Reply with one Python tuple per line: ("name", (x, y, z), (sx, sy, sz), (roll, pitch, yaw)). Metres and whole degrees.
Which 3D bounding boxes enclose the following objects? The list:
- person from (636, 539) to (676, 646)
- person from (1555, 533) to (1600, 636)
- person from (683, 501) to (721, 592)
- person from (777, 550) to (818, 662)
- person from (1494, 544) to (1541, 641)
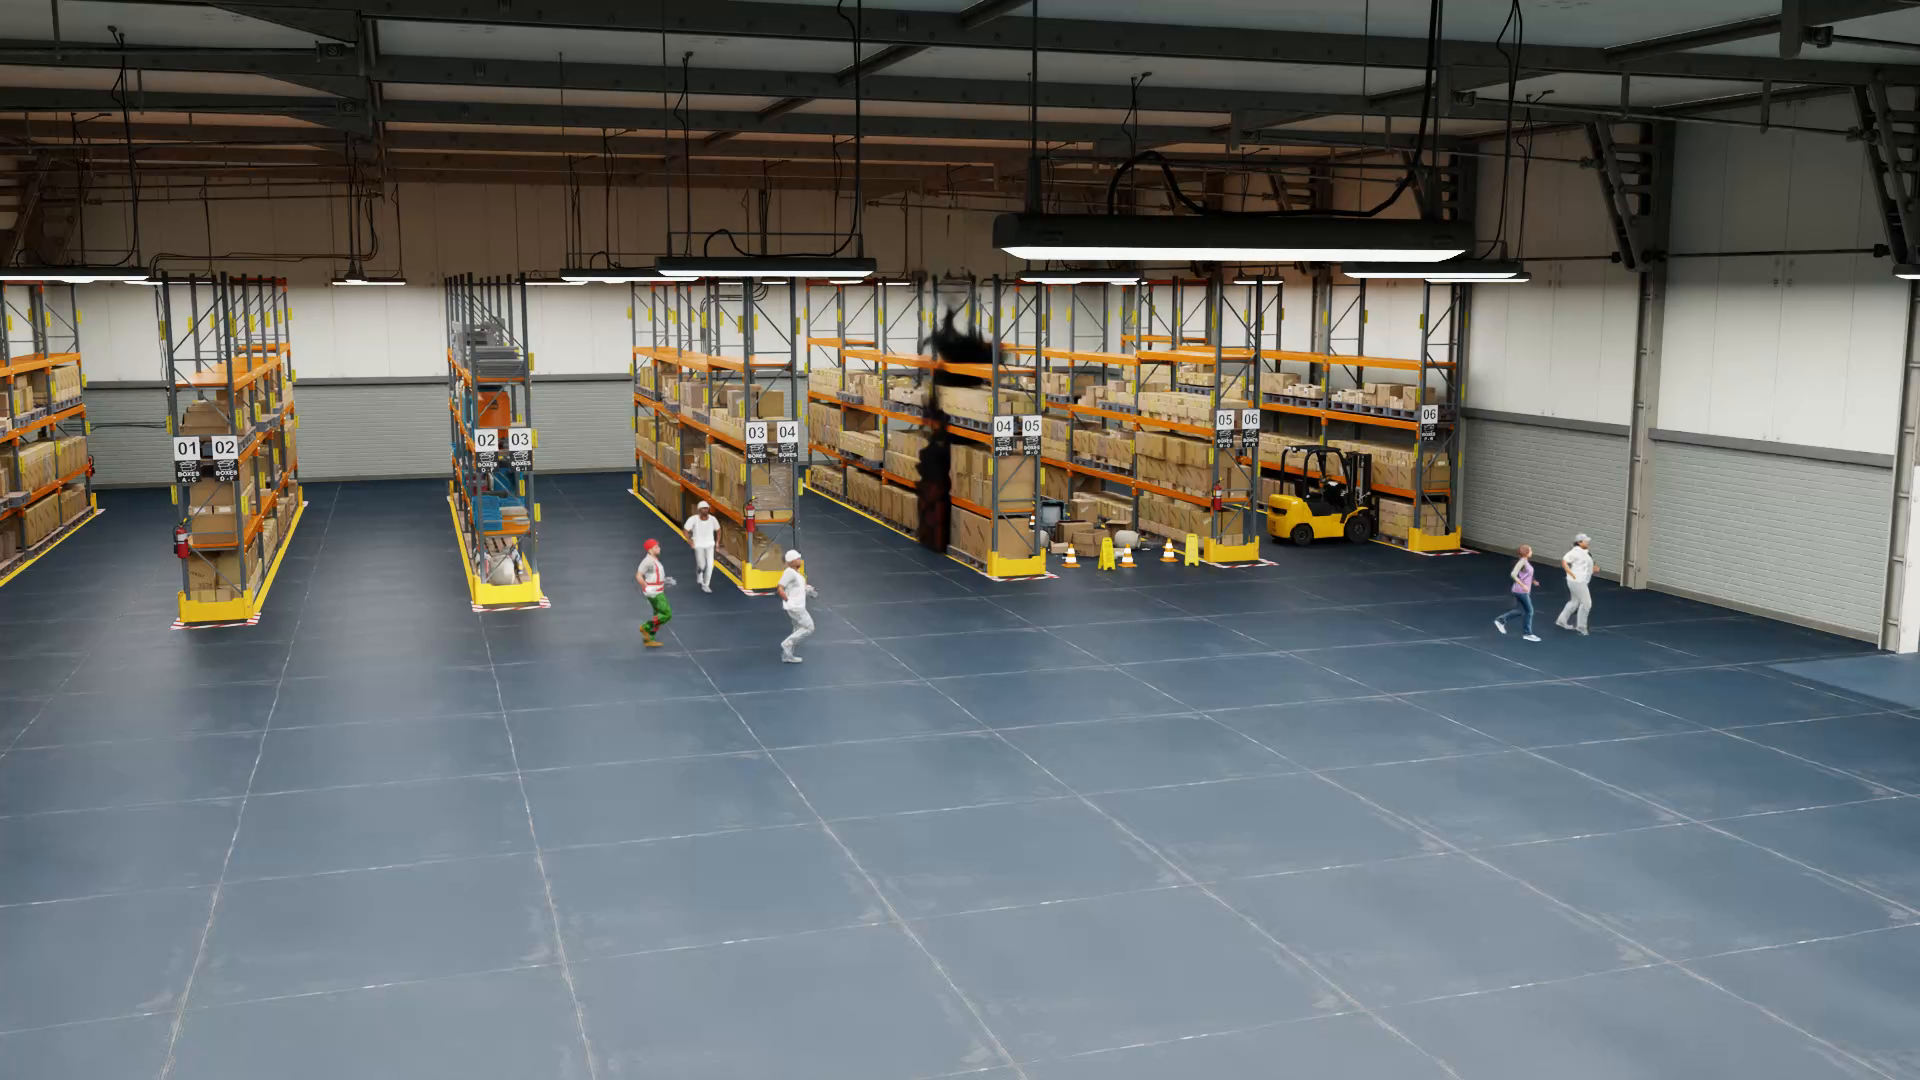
("person", (-4.854, 0.849, 26.673), (0.581, 1.740, 0.652), (0, 9, 1))
("person", (10.315, 0.750, 27.772), (0.671, 1.736, 0.592), (5, 10, 32))
("person", (-4.883, 0.118, 31.645), (0.734, 1.729, 0.551), (-3, 9, -22))
("person", (-2.471, 1.023, 25.525), (0.586, 1.739, 0.653), (0, 9, -1))
("person", (9.144, 0.851, 27.197), (0.750, 1.586, 0.558), (3, 9, 21))
